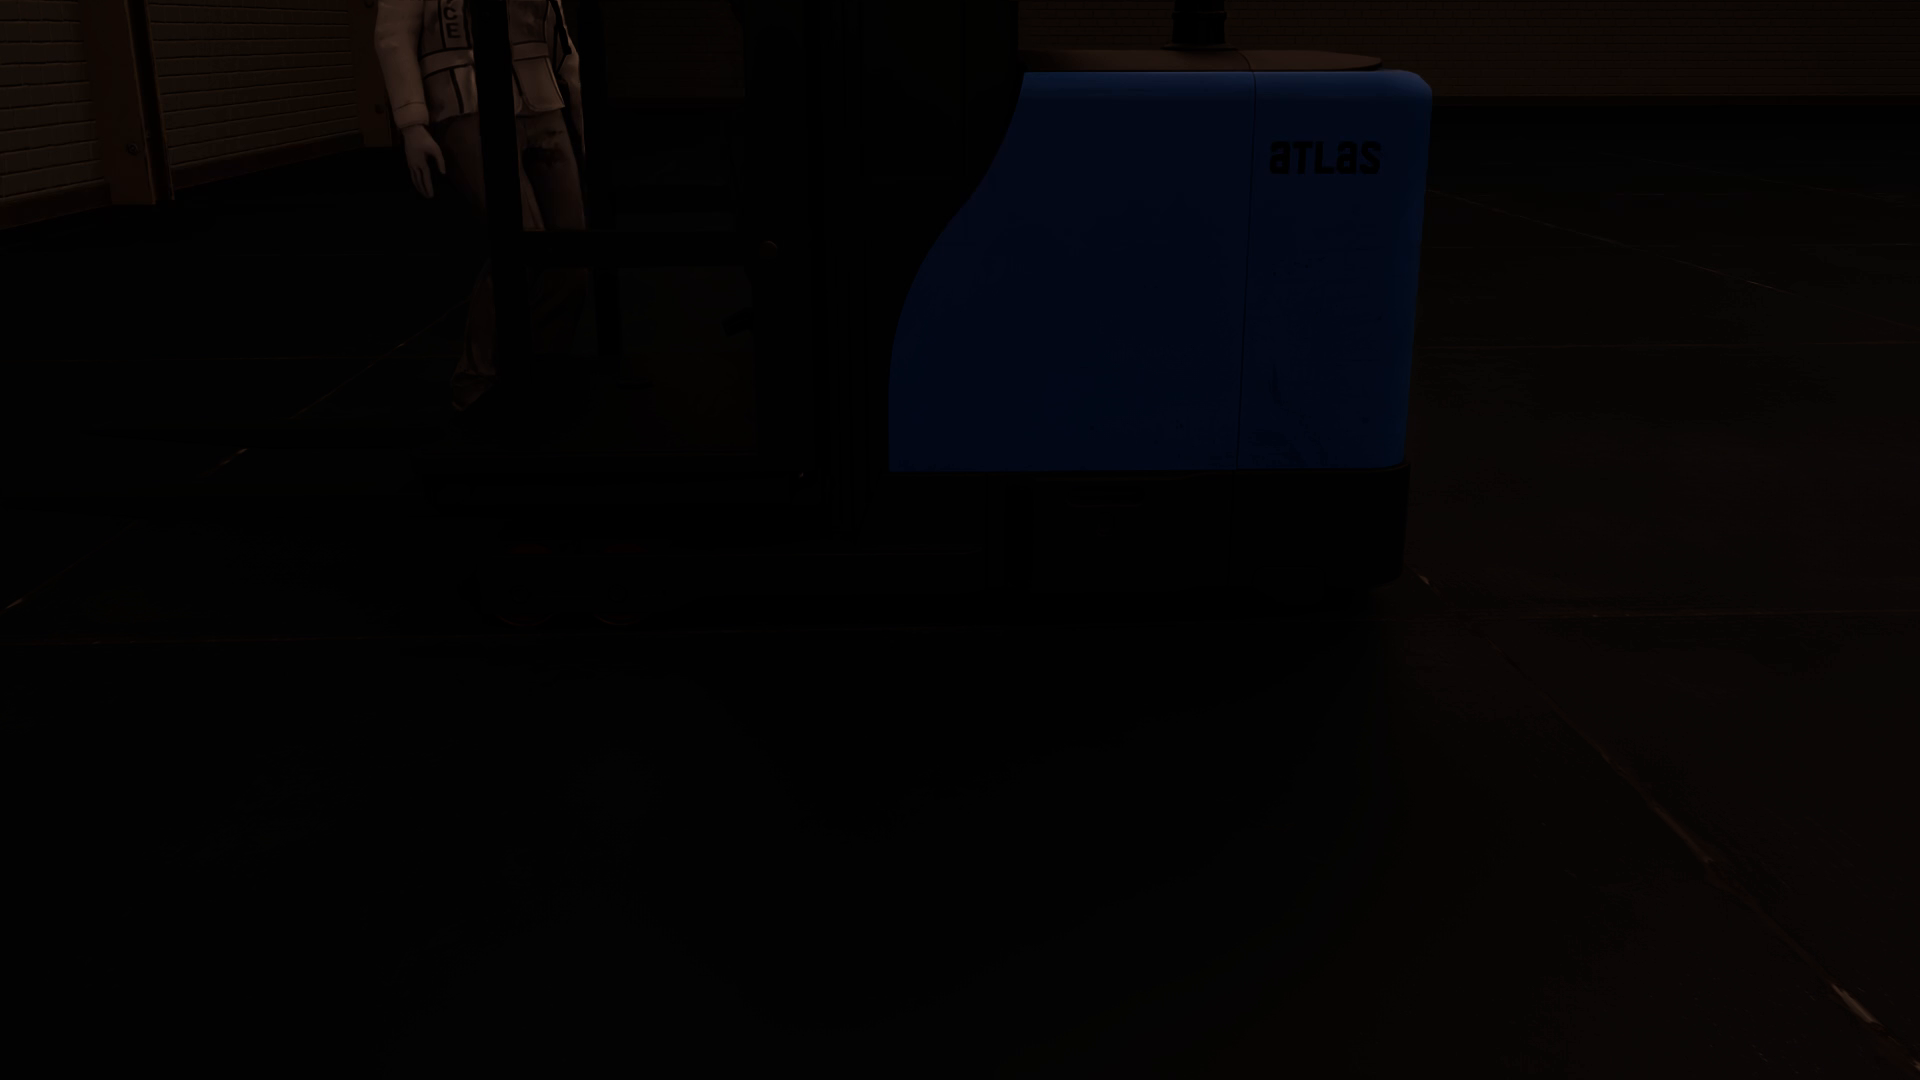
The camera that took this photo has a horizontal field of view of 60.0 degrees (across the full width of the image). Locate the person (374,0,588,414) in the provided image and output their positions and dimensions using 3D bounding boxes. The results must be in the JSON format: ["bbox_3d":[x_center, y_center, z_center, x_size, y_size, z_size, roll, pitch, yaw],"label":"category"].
[{"bbox_3d":[-1.087,-1.002,4.104,0.552,1.661,0.588,14,22,39],"label":"person"}]

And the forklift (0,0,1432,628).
[{"bbox_3d":[-0.608,-1.383,3.428,3.031,2.935,1.130,0,17,-1],"label":"forklift"}]
